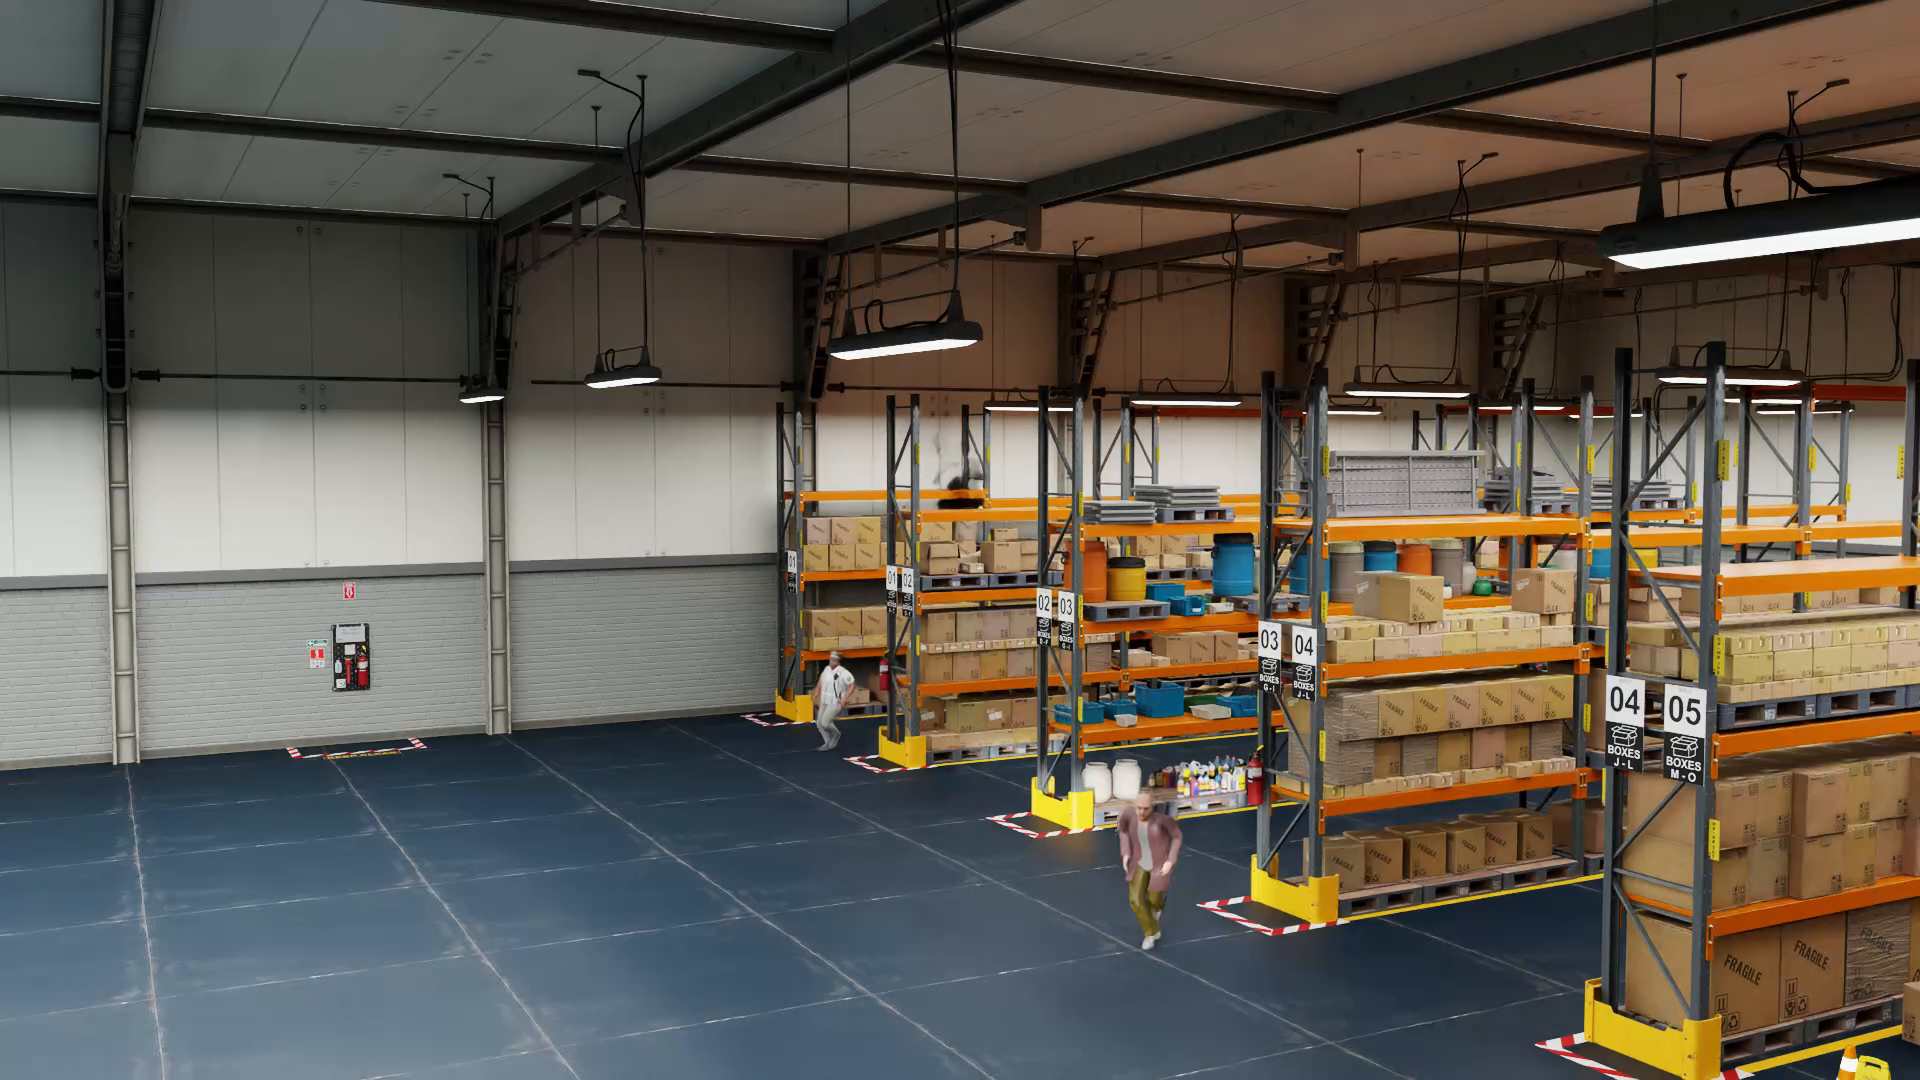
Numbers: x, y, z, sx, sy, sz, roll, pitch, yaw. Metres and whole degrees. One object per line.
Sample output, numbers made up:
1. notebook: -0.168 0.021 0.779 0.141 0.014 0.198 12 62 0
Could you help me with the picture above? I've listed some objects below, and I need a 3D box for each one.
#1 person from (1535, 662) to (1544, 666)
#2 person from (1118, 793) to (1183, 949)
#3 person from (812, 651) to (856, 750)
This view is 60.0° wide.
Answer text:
1. person: 11.017 2.595 31.036 0.923 1.650 0.607 -3 4 -38
2. person: 2.019 3.391 17.358 0.694 1.657 1.025 1 3 22
3. person: -2.171 2.726 28.064 0.719 1.731 0.549 3 4 40
